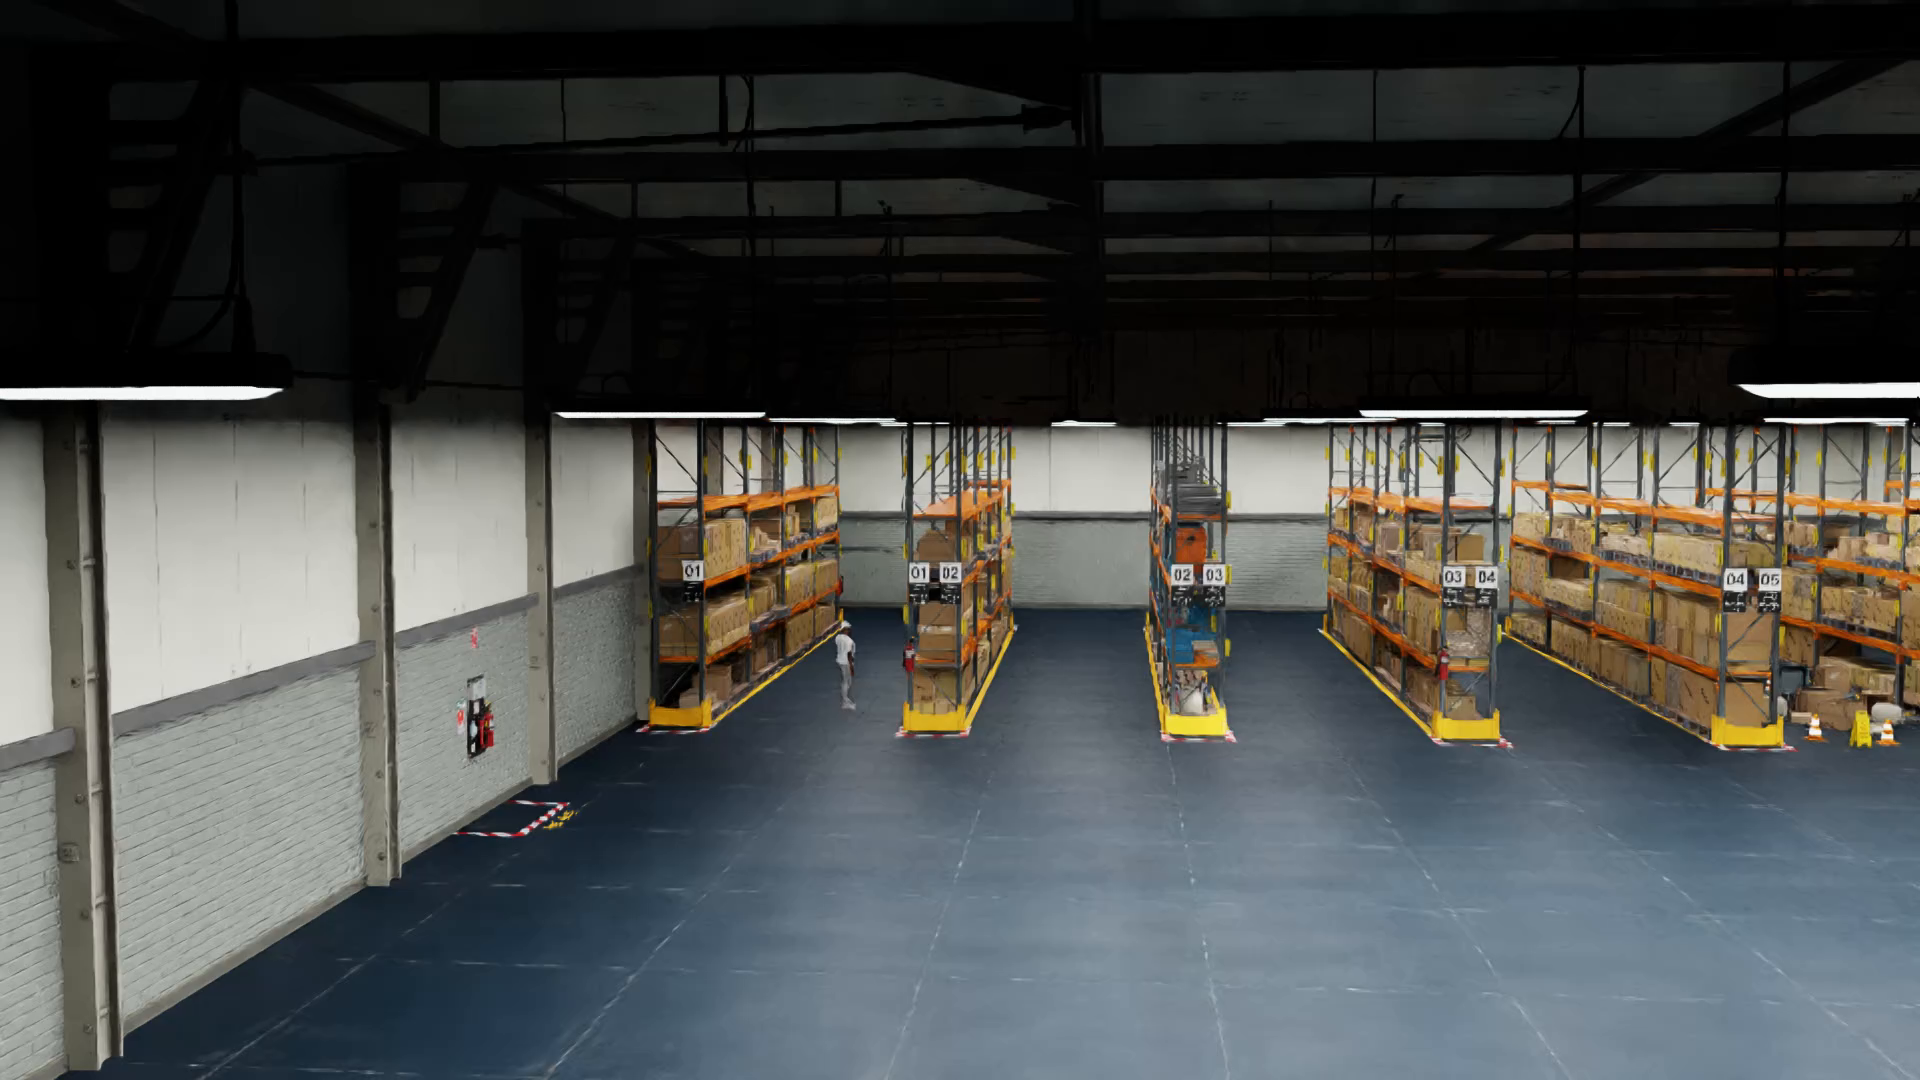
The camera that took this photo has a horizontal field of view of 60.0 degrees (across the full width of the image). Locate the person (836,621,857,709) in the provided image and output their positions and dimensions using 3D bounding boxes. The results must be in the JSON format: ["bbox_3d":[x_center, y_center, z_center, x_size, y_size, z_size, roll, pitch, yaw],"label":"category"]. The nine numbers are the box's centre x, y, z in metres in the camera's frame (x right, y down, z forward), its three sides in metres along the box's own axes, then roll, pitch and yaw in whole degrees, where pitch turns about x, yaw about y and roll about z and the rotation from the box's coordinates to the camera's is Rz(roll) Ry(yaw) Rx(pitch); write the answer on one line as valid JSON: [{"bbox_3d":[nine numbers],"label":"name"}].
[{"bbox_3d":[-2.292,2.533,34.016,0.452,1.768,0.632,-2,4,-25],"label":"person"}]

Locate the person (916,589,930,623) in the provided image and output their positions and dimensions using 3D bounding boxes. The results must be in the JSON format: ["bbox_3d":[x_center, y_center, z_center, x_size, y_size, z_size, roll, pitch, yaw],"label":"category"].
[{"bbox_3d":[-0.908,1.896,44.915,0.592,1.629,0.531,0,4,4],"label":"person"}]
